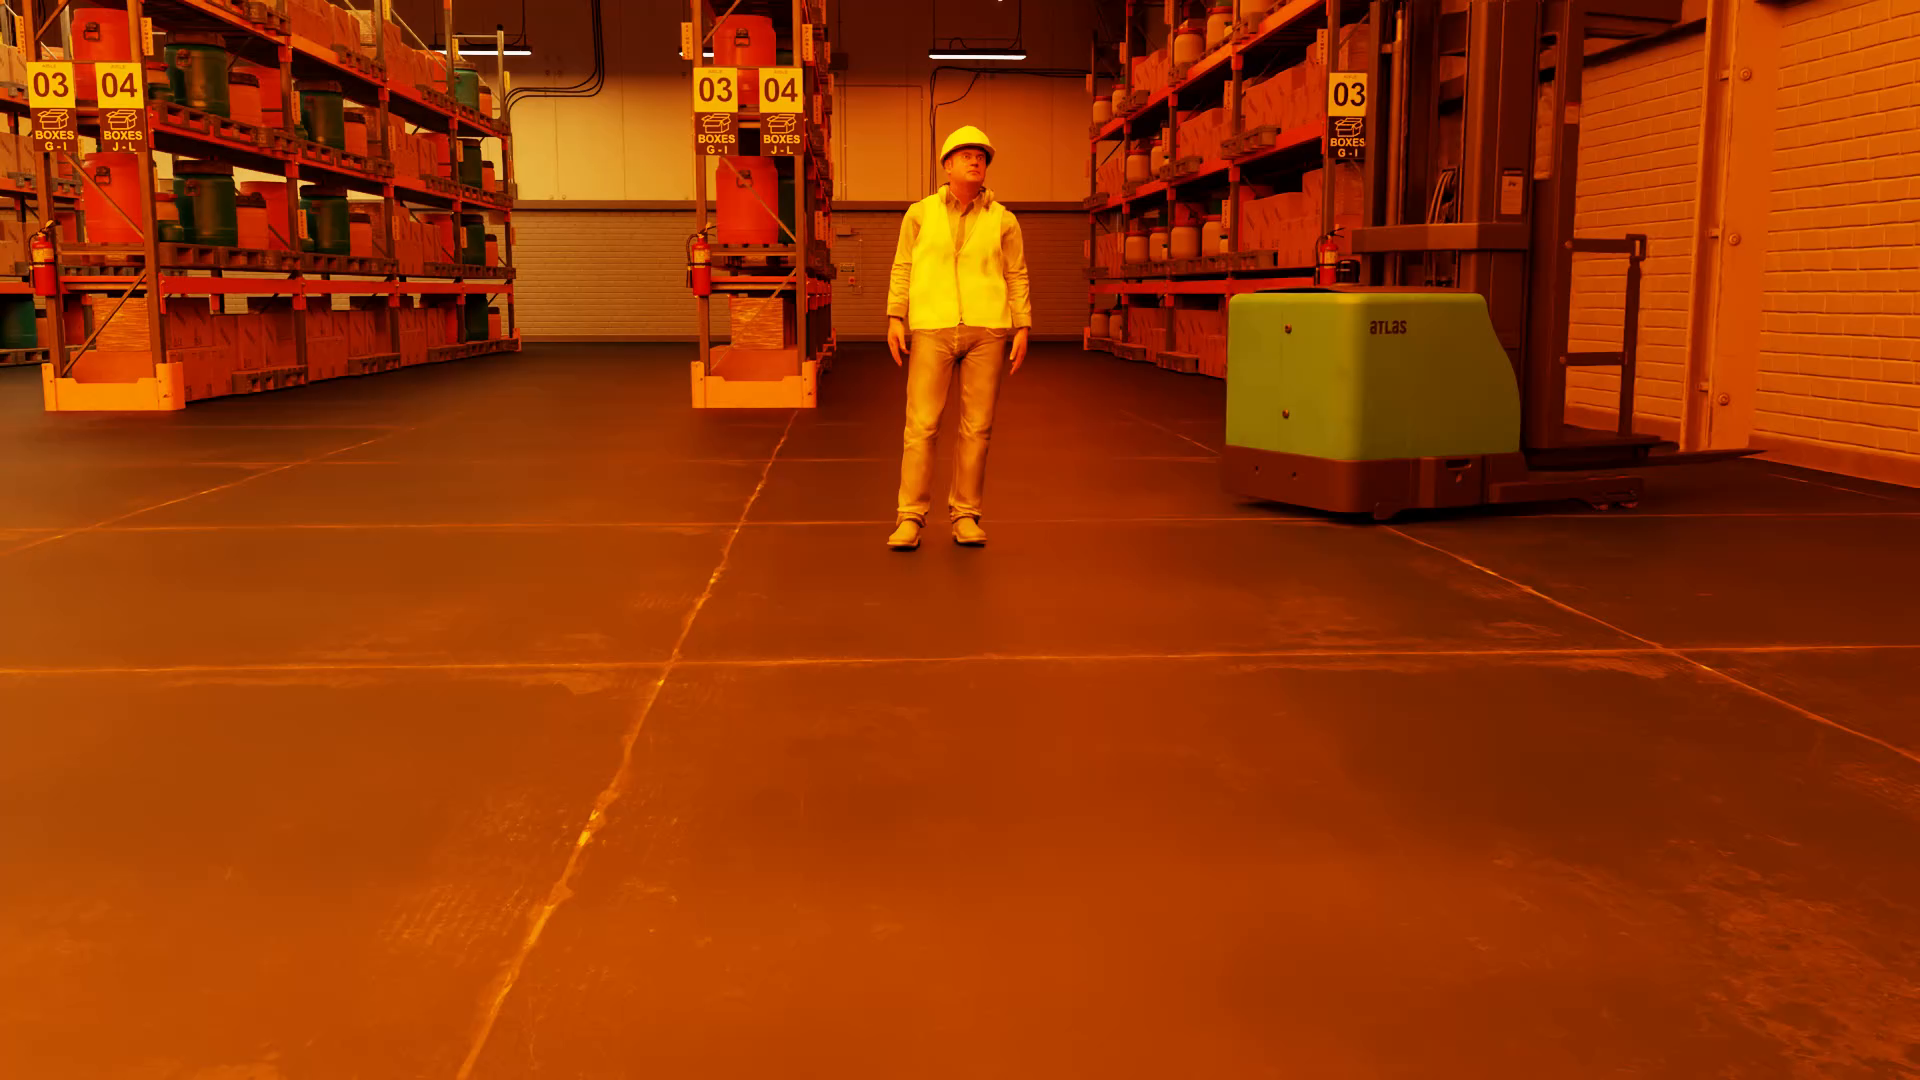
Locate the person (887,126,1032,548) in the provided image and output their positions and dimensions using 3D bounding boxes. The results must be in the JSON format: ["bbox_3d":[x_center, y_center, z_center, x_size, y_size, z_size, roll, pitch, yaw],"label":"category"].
[{"bbox_3d":[-0.004,-0.875,7.116,0.633,1.775,0.566,-1,8,-4],"label":"person"}]

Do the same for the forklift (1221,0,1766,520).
[{"bbox_3d":[2.894,-1.664,8.538,3.031,2.935,1.130,-4,9,-26],"label":"forklift"}]
